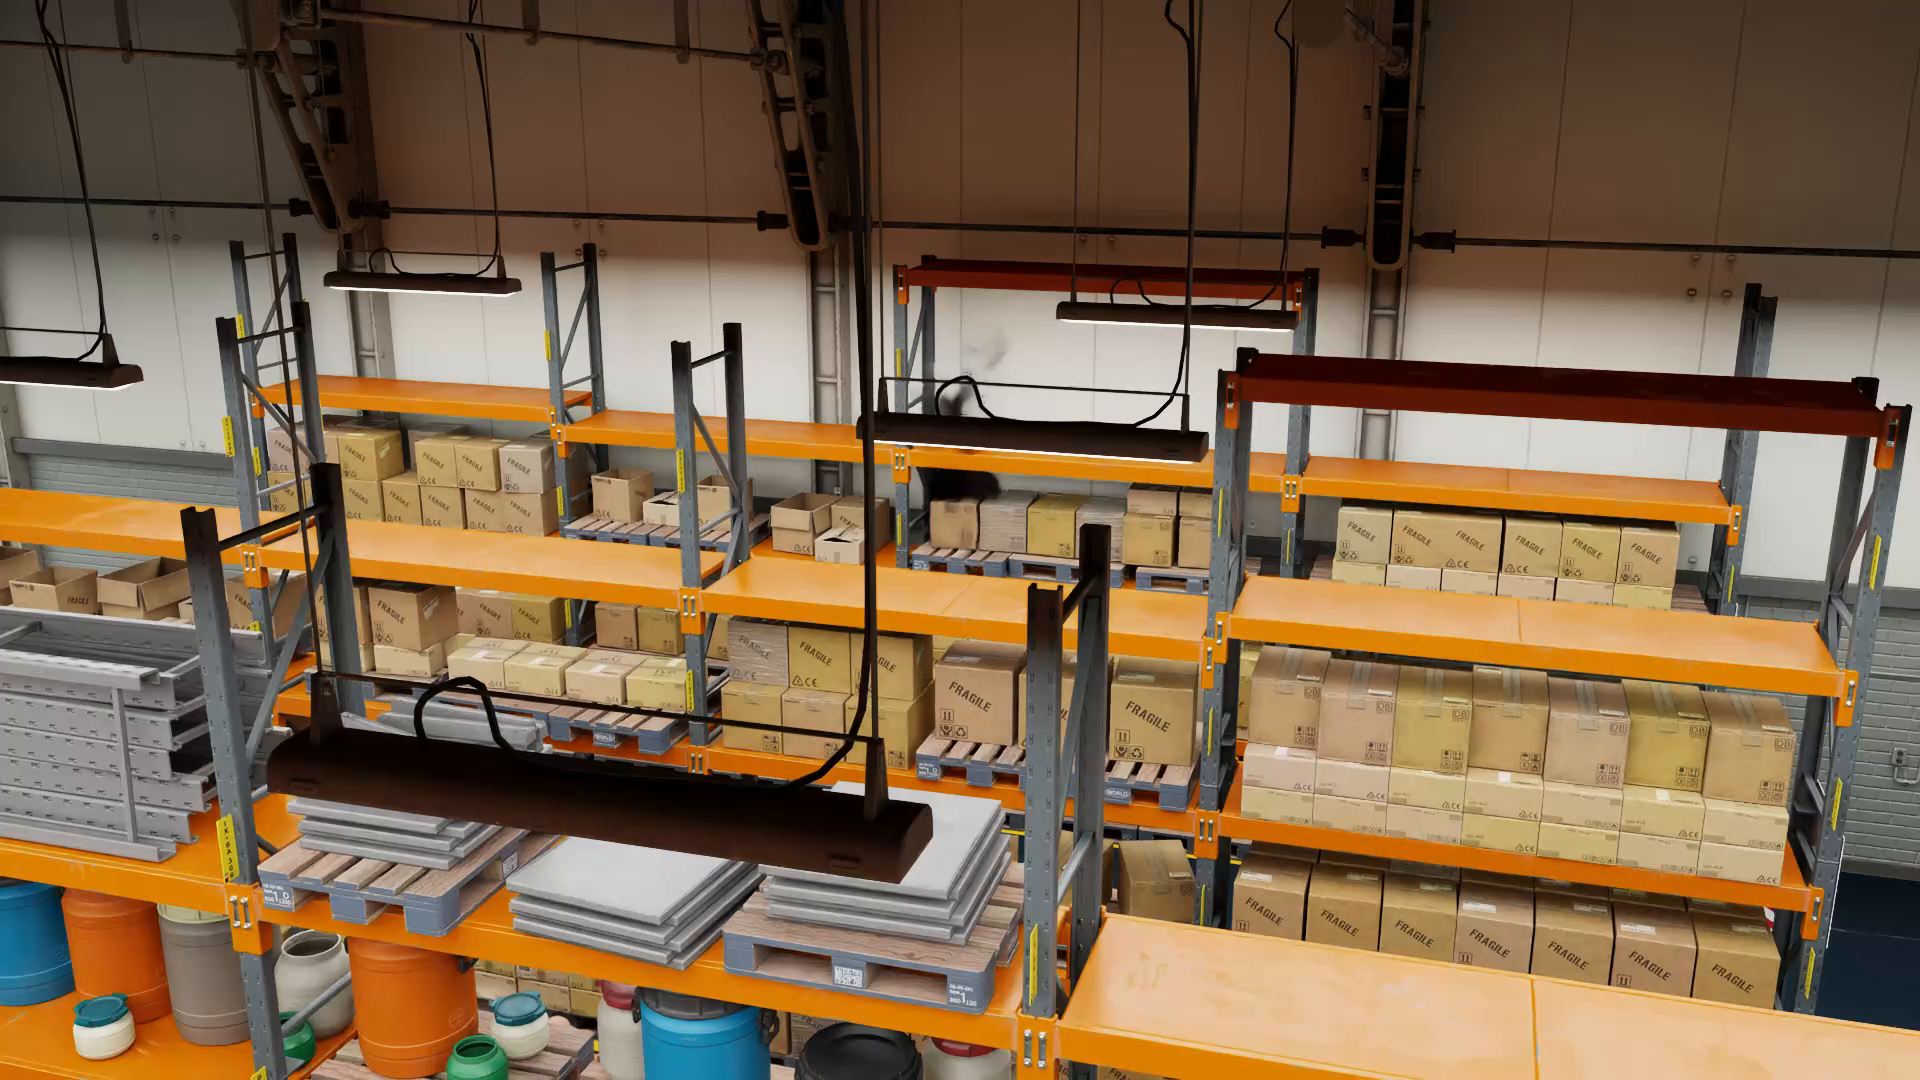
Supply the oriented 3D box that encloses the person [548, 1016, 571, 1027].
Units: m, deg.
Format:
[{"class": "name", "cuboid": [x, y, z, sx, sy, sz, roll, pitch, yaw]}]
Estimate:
[{"class": "person", "cuboid": [-2.651, 4.074, 11.531, 0.927, 1.712, 0.643, 1, 16, 3]}]
